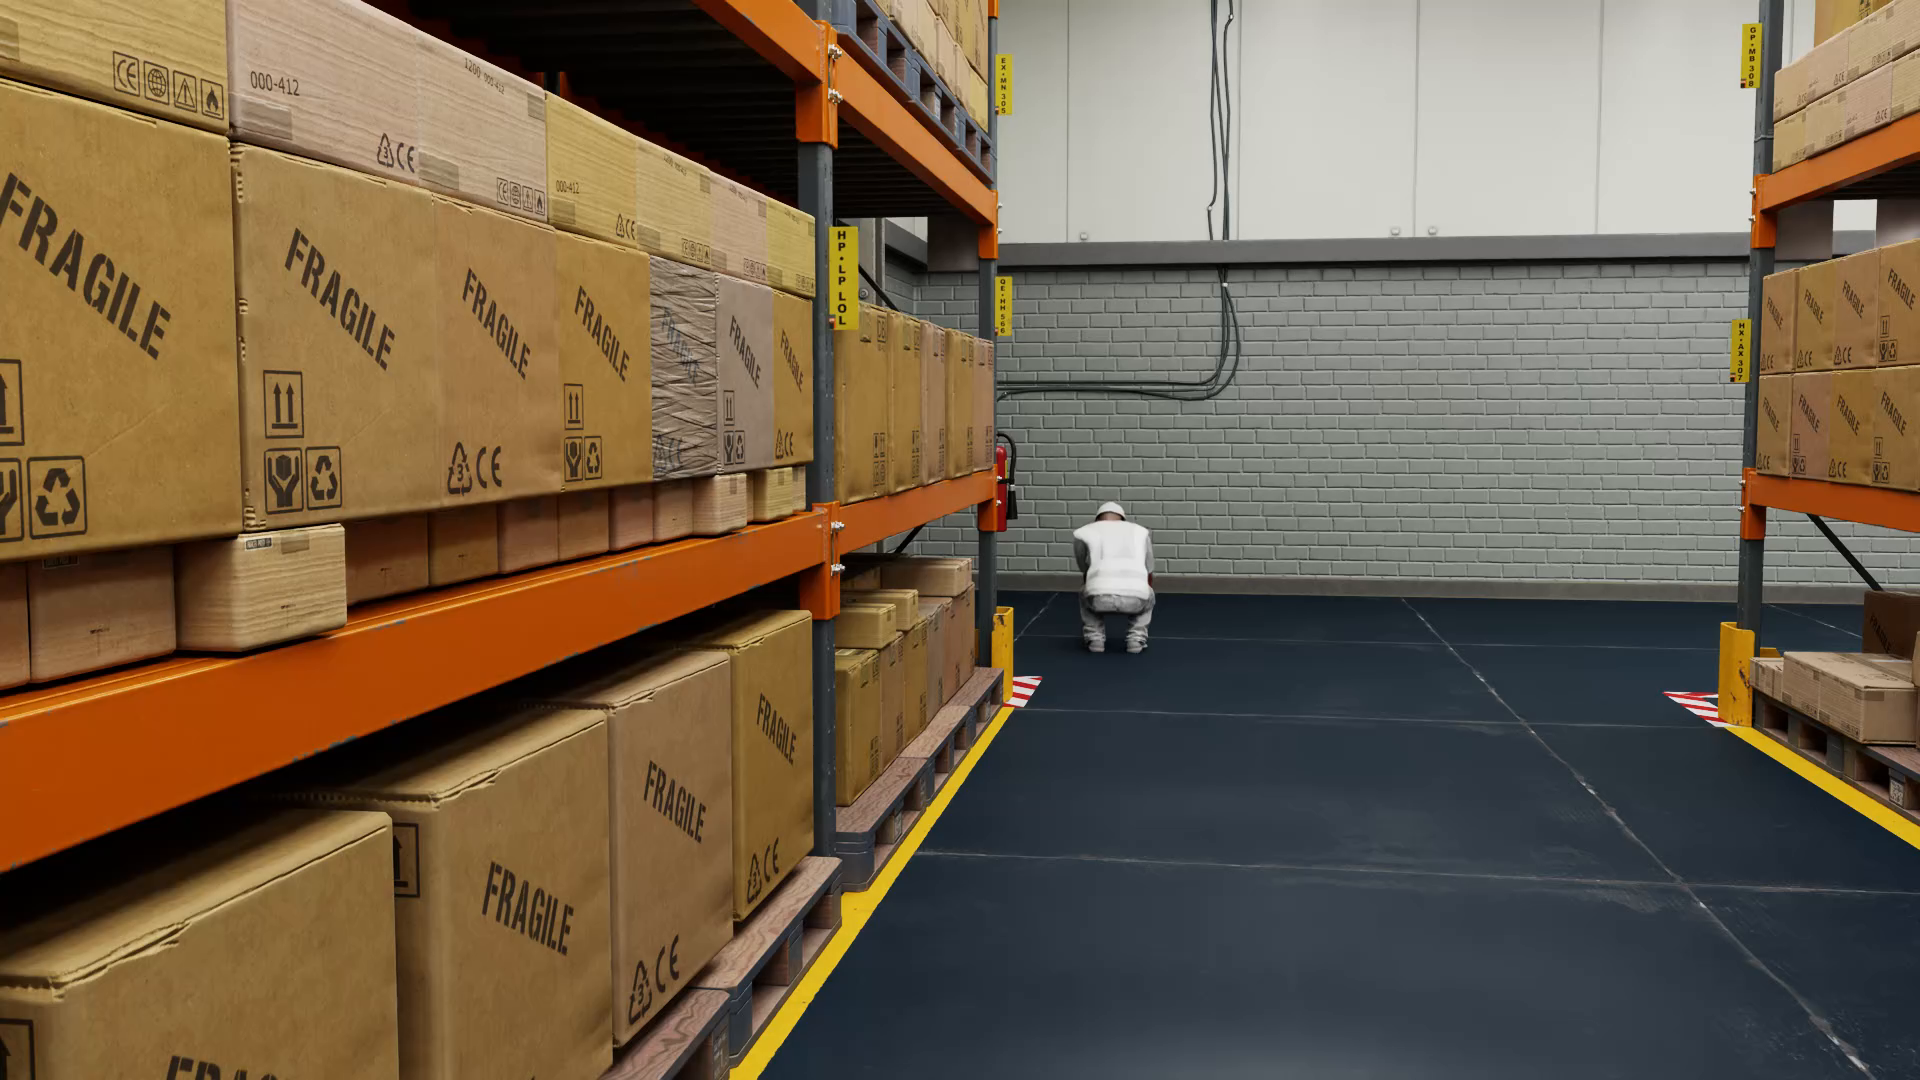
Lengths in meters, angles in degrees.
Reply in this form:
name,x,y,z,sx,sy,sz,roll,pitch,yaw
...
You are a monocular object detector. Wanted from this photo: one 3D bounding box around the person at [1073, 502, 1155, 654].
name,x,y,z,sx,sy,sz,roll,pitch,yaw
person,1.057,0.249,11.413,0.566,0.996,0.901,1,4,8
